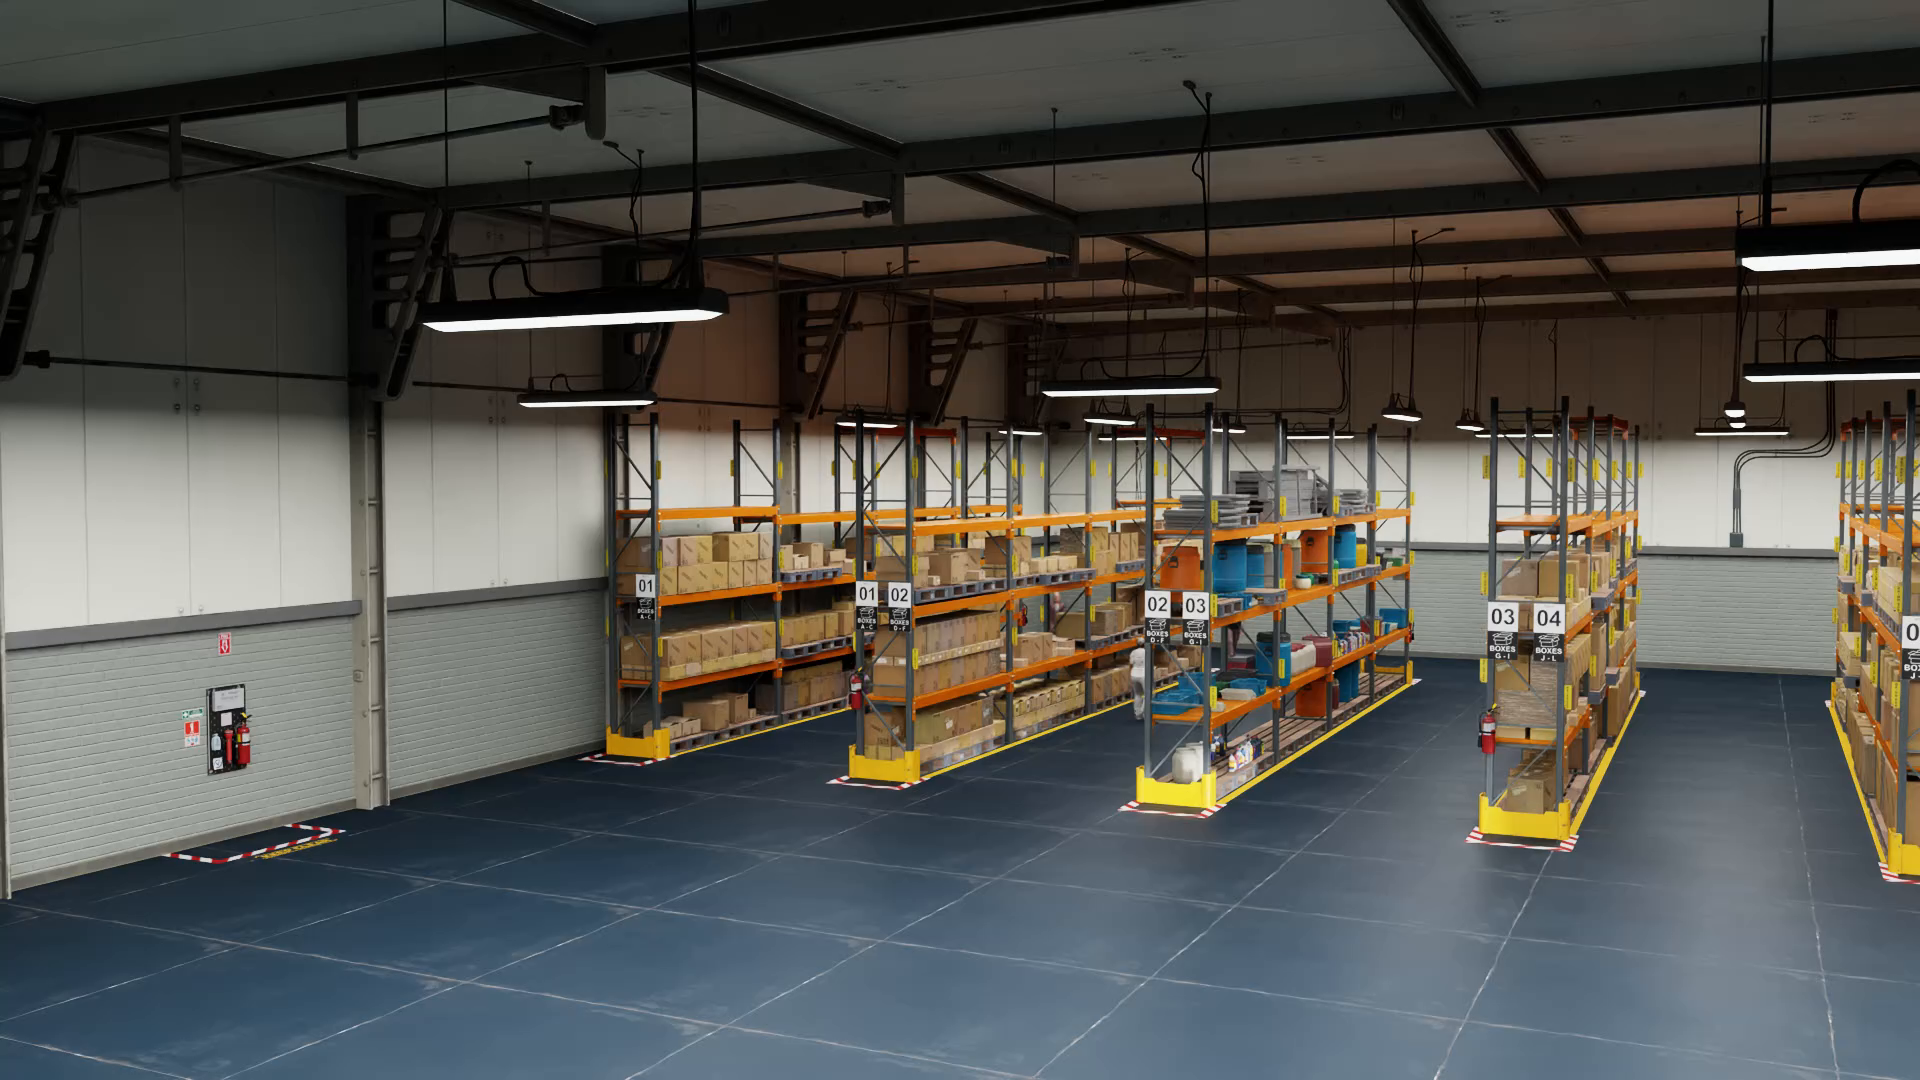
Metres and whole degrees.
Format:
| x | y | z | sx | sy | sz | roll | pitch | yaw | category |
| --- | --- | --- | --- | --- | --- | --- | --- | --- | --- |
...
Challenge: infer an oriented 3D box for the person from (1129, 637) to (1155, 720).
| x | y | z | sx | sy | sz | roll | pitch | yaw | category |
| --- | --- | --- | --- | --- | --- | --- | --- | --- | --- |
| 3.631 | 2.777 | 33.285 | 0.538 | 1.661 | 0.477 | 2 | 3 | 36 | person |

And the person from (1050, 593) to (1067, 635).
| x | y | z | sx | sy | sz | roll | pitch | yaw | category |
| --- | --- | --- | --- | --- | --- | --- | --- | --- | --- |
| 2.566 | 2.253 | 44.158 | 0.582 | 1.703 | 1.175 | -1 | 2 | -15 | person |

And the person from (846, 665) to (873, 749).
| x | y | z | sx | sy | sz | roll | pitch | yaw | category |
| --- | --- | --- | --- | --- | --- | --- | --- | --- | --- |
| -1.789 | 2.969 | 29.714 | 0.443 | 1.536 | 0.952 | 2 | 3 | 40 | person |

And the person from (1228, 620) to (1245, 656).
| x | y | z | sx | sy | sz | roll | pitch | yaw | category |
| --- | --- | --- | --- | --- | --- | --- | --- | --- | --- |
| 7.151 | 2.322 | 43.401 | 0.516 | 1.654 | 1.102 | 0 | 2 | -4 | person |
